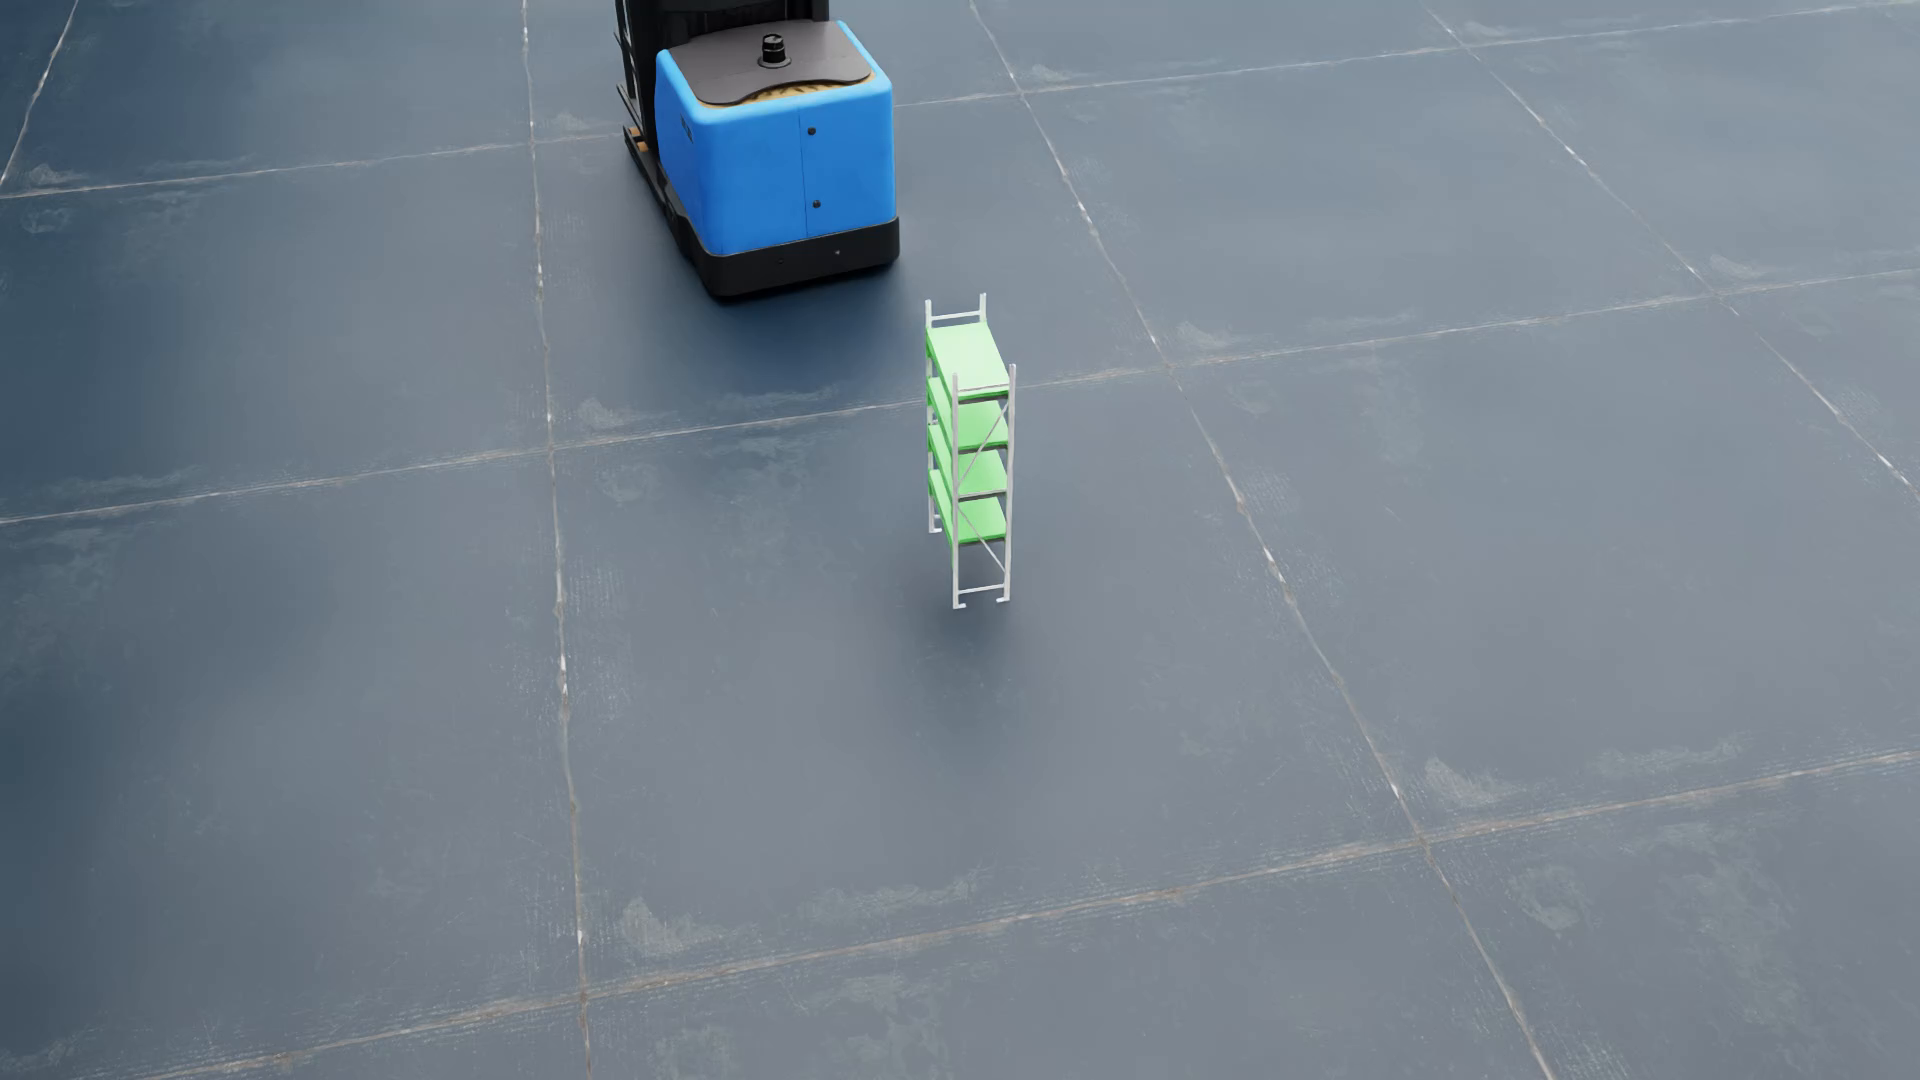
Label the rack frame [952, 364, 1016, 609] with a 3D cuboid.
[{"bbox_3d":[0.088,-0.183,6.553,0.240,1.200,0.015,-8,42,-9],"label":"rack frame"}]

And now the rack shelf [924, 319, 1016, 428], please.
[{"bbox_3d":[0.036,-0.653,6.455,0.258,0.148,0.480,-8,42,-9],"label":"rack shelf"}]

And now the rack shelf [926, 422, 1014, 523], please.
[{"bbox_3d":[0.036,-0.294,6.773,0.258,0.148,0.480,-8,42,-9],"label":"rack shelf"}]

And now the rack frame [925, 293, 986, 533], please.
[{"bbox_3d":[-0.017,-0.500,6.909,0.240,1.200,0.015,-8,42,-9],"label":"rack frame"}]

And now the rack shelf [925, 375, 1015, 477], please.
[{"bbox_3d":[0.036,-0.473,6.614,0.258,0.148,0.480,-8,42,-9],"label":"rack shelf"}]

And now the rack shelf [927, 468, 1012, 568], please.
[{"bbox_3d":[0.036,-0.114,6.933,0.258,0.148,0.480,-8,42,-9],"label":"rack shelf"}]

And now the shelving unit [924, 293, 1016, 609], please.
[{"bbox_3d":[0.036,-0.341,6.731,0.258,1.200,0.503,-8,42,-9],"label":"shelving unit"}]

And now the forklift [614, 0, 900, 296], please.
[{"bbox_3d":[-1.332,-3.338,8.803,1.130,2.935,3.031,-15,44,-16],"label":"forklift"}]
